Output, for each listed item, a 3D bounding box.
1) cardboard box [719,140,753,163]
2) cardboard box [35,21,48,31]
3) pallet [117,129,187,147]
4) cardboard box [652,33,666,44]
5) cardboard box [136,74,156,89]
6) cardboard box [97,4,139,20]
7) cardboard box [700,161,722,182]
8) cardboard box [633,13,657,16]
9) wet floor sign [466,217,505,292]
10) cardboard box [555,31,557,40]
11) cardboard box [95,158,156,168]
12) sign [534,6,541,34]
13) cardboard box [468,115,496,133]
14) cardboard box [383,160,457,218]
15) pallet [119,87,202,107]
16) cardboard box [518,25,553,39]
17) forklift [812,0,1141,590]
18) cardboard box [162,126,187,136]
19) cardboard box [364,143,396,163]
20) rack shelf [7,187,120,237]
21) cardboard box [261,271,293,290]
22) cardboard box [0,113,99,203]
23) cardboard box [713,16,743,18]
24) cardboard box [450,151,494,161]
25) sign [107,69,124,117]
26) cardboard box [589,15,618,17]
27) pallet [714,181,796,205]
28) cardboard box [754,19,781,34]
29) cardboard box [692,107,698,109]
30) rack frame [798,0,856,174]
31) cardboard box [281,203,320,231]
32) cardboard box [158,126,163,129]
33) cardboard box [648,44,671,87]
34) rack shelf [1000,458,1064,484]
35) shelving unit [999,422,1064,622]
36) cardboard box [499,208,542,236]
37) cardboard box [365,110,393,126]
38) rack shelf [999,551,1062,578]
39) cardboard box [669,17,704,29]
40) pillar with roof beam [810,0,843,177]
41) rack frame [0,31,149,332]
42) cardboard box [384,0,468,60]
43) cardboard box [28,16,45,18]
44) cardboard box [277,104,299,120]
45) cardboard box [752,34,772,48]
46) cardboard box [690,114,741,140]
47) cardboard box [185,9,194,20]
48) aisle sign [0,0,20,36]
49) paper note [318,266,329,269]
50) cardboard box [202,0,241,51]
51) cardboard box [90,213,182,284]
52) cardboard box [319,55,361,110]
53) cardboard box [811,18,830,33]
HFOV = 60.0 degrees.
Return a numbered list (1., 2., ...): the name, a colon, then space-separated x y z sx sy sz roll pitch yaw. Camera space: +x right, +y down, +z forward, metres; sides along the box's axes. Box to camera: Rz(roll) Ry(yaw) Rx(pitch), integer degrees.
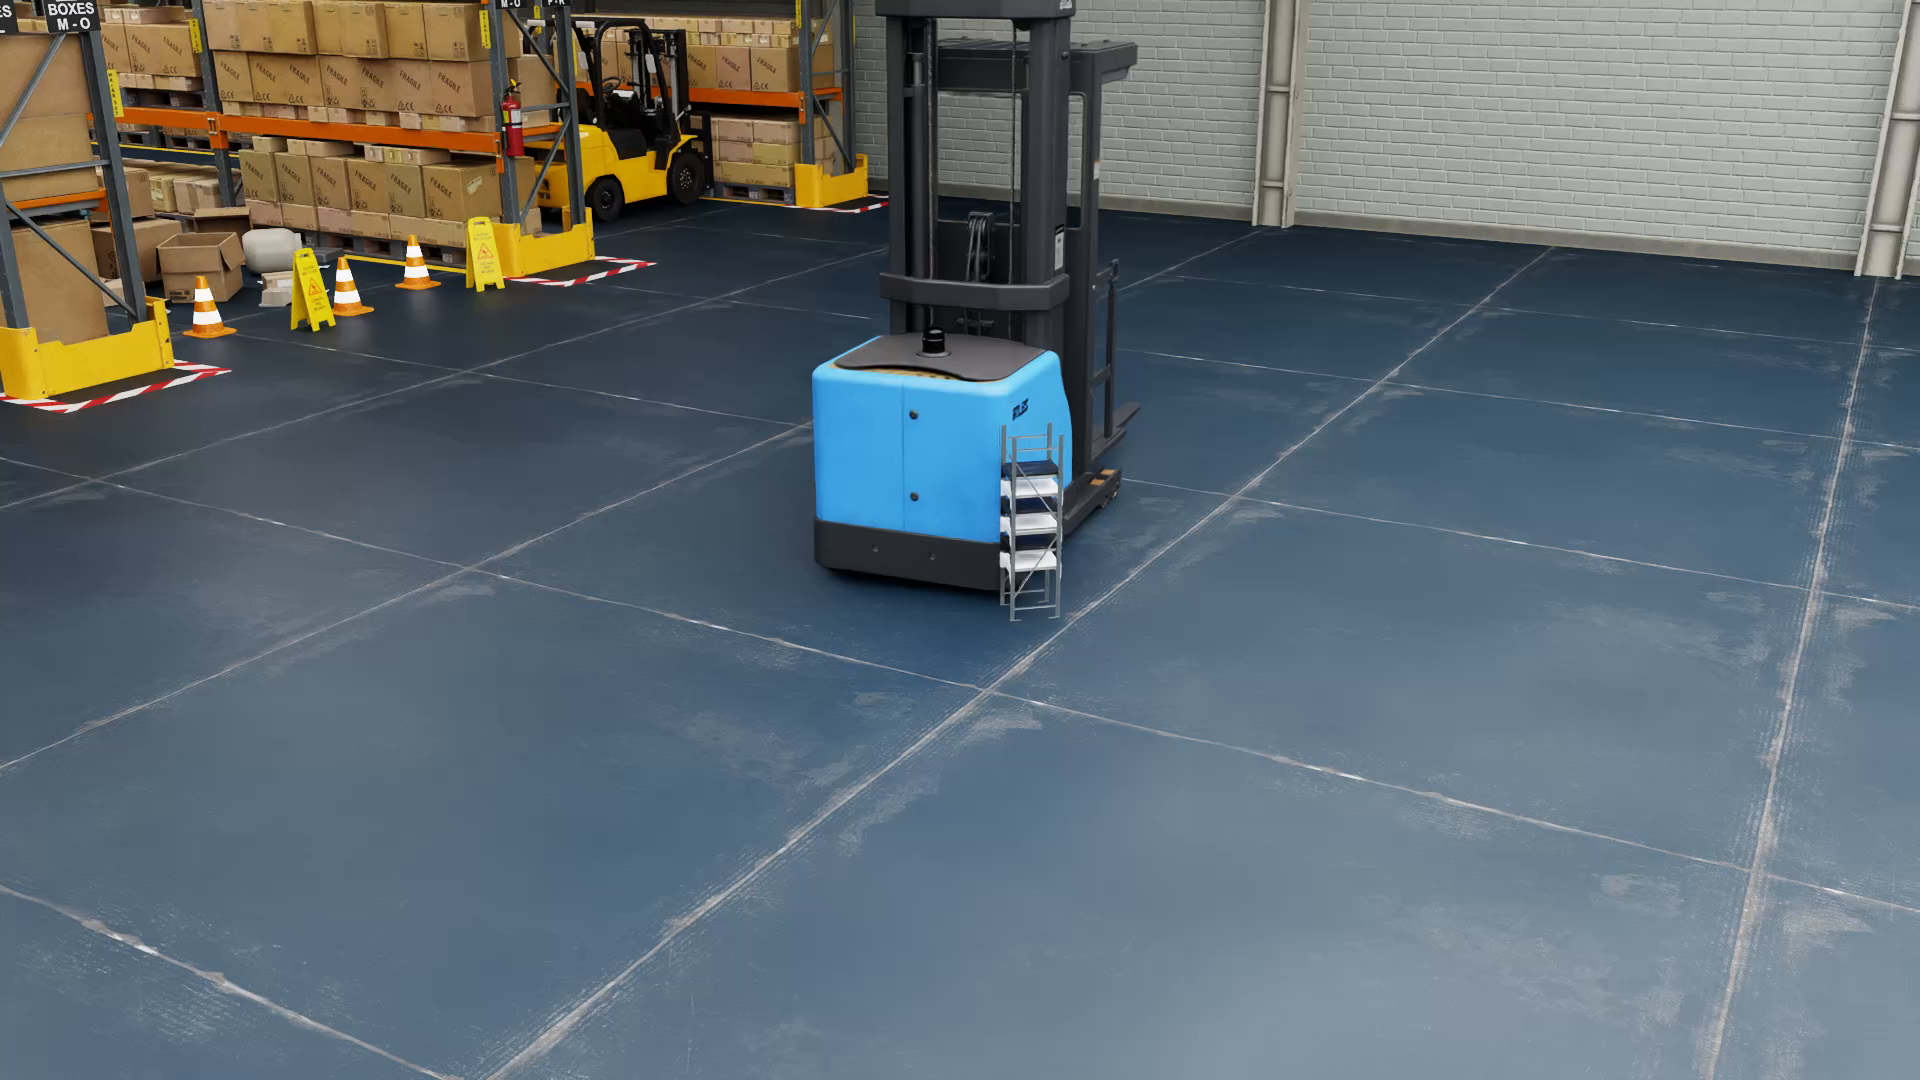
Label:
1. cardboard box: -2.583 -4.761 20.274 0.500 0.250 0.500 11 22 27
2. cardboard box: -9.769 -5.468 18.342 0.500 0.500 0.500 11 23 28
3. pallet: -12.648 -6.346 26.049 1.213 0.211 1.003 11 23 27
4. cardboard box: -3.575 -6.169 20.375 0.250 0.149 0.380 10 22 26
5. cardboard box: -8.530 -4.897 17.720 0.250 0.149 0.380 10 22 26
6. cardboard box: -9.409 -5.900 18.580 0.250 0.149 0.380 10 22 25
7. cardboard box: -2.999 -4.607 20.582 0.500 0.250 0.500 11 23 28
8. cardboard box: -3.953 -6.623 21.191 0.250 0.149 0.380 10 22 26
9. wet floor sign: -4.346 -2.611 15.117 0.267 0.644 0.232 -16 26 -38
10. cardboard box: -4.915 -6.432 21.101 0.250 0.149 0.380 10 22 26
11. cardboard box: -9.838 -4.143 19.126 0.625 0.372 0.950 10 22 26
12. sign: -5.321 -6.556 20.957 0.005 0.325 0.100 11 23 27
13. cardboard box: -4.421 -3.949 15.720 0.250 0.149 0.380 12 23 29
14. cardboard box: -5.274 -3.467 16.340 0.500 0.500 0.500 12 23 29
15. pallet: -9.226 -4.991 18.508 1.213 0.211 1.003 11 23 27
16. cardboard box: -5.471 -6.554 21.437 0.250 0.149 0.380 12 23 29
17. forklift: 0.283 -1.603 8.985 1.130 2.935 3.031 8 21 20
18. cardboard box: -11.737 -6.417 25.206 0.500 0.500 0.500 12 23 30
19. cardboard box: -5.617 -3.814 16.346 0.250 0.149 0.380 12 23 30
20. rack shelf: -8.062 -2.572 12.612 4.000 0.370 1.077 11 23 27
21. cardboard box: -6.119 -2.344 15.110 0.380 0.149 0.250 -11 23 -29
22. cardboard box: -6.662 -2.696 11.680 0.550 0.550 0.875 11 23 27
23. cardboard box: -2.843 -6.406 20.592 0.250 0.149 0.380 10 22 26
24. cardboard box: -5.039 -3.631 16.794 0.500 0.500 0.500 10 22 25
25. sign: -6.040 -3.186 11.864 0.005 0.325 0.100 11 23 27
26. cardboard box: -4.432 -6.506 20.867 0.250 0.149 0.380 10 22 26
27. pallet: -2.261 -4.350 20.548 1.213 0.211 1.003 11 23 27
28. cardboard box: -2.219 -6.067 19.657 0.250 0.149 0.380 11 23 27
29. cardboard box: -3.656 -5.394 21.287 0.500 0.250 0.500 11 23 28
30. rack frame: -1.573 -5.546 19.757 0.127 3.000 1.000 11 23 27
31. cardboard box: -6.627 -3.374 17.185 0.500 0.250 0.500 12 23 30
32. cardboard box: -12.511 -6.656 26.142 0.500 0.311 0.500 12 23 29
33. cardboard box: -3.471 -5.852 20.451 0.500 0.500 0.500 11 23 28
34. rack shelf: 0.331 -0.304 7.691 0.258 0.077 0.200 -4 20 -11
35. shelving unit: 0.331 -0.082 7.771 0.258 0.900 0.210 -4 20 -11
36. cardboard box: -4.560 -3.189 16.675 0.500 0.250 0.500 11 22 27
37. cardboard box: -5.572 -4.140 16.249 0.250 0.149 0.380 11 22 27
38. rack shelf: 0.331 0.119 7.844 0.258 0.077 0.200 -4 20 -11
39. cardboard box: -3.330 -6.288 20.268 0.250 0.149 0.380 11 23 28
40. pillar with roof beam: -3.841 -7.469 16.259 0.400 9.000 9.100 11 23 27
41. rack frame: -6.316 -2.578 11.572 0.127 3.000 1.000 11 23 27
42. cardboard box: -4.981 -4.831 15.736 0.500 0.500 0.700 11 23 28
43. cardboard box: -10.442 -5.790 19.229 0.500 0.500 0.500 10 22 26
44. cardboard box: -6.672 -4.354 16.838 0.250 0.149 0.380 12 23 29
45. cardboard box: -2.250 -5.906 19.651 0.250 0.149 0.380 11 23 28
46. cardboard box: -3.021 -5.069 20.391 0.500 0.250 0.500 11 23 28
47. cardboard box: -11.284 -7.553 24.527 0.500 0.500 0.700 11 23 28
48. aisle sign: -6.401 -3.699 10.850 0.004 0.787 0.394 11 23 27
49. paper note: -6.212 -2.652 16.132 0.148 0.019 0.142 3 20 9
50. cardboard box: -7.204 -5.252 16.897 0.500 0.500 0.700 11 22 27
51. cardboard box: -7.579 -2.650 15.233 0.503 0.637 0.797 11 23 27
52. cardboard box: -5.902 -4.522 16.350 0.500 0.500 0.500 11 23 28
53. cardboard box: -1.762 -6.158 19.907 0.250 0.149 0.380 10 22 26
